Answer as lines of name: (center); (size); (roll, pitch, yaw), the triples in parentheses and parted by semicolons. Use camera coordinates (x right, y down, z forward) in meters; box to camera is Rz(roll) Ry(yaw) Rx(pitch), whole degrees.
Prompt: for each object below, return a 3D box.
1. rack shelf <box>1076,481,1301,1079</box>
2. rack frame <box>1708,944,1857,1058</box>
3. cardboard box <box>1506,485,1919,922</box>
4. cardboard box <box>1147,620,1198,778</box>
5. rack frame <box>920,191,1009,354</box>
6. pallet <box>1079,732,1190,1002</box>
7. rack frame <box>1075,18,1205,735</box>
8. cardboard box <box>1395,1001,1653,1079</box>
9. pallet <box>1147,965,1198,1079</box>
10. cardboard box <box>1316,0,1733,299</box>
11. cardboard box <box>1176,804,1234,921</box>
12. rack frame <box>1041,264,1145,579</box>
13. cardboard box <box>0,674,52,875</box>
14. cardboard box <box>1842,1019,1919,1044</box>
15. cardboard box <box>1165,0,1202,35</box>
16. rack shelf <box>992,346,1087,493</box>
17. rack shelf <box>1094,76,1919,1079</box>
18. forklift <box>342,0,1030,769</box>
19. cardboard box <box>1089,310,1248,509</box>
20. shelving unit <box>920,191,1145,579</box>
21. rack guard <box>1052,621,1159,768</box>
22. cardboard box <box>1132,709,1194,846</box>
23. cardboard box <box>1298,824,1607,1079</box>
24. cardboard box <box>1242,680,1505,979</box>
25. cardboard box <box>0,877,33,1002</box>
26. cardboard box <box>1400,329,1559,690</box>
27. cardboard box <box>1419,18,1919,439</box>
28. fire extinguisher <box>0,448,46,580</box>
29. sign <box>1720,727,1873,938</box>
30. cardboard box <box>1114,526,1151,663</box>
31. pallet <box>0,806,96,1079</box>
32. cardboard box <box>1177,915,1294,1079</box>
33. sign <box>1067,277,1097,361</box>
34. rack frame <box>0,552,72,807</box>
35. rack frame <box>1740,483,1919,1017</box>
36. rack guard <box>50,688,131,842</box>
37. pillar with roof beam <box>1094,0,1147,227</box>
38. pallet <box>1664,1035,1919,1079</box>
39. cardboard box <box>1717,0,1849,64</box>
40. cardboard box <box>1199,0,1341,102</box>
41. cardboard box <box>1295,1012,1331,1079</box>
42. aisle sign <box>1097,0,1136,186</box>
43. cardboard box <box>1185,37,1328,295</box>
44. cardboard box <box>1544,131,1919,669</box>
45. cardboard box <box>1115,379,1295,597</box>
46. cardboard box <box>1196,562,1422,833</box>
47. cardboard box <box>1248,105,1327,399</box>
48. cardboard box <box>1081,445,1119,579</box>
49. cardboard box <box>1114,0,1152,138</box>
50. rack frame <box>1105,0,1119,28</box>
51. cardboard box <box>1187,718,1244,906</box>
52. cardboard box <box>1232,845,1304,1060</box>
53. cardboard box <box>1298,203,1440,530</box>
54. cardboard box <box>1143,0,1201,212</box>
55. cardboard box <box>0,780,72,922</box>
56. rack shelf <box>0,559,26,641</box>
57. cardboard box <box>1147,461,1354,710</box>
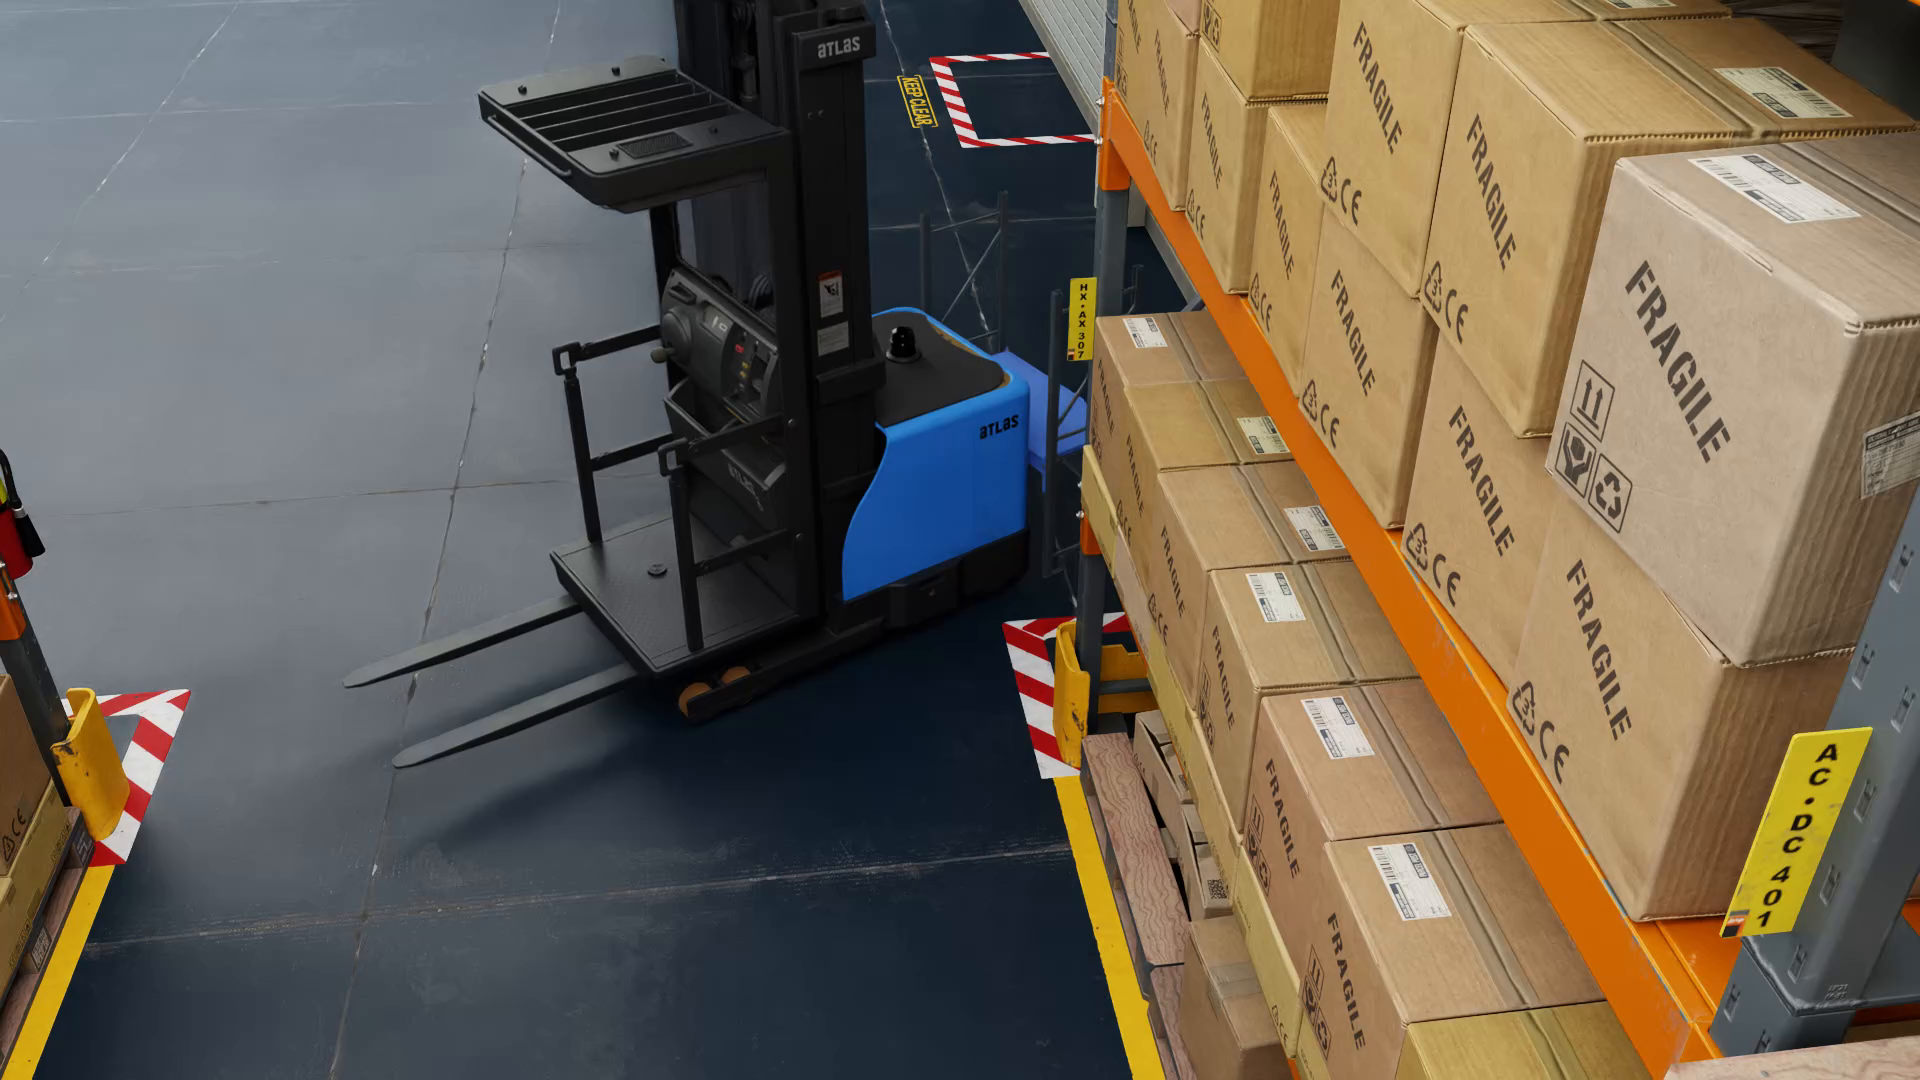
rack shelf: (1.248, 0.938, 4.849); (1.077, 0.370, 4.000); (-4, 35, -6)
rack frame: (1.517, 1.757, 3.009); (1.000, 3.000, 0.127); (-4, 35, -6)
cardboard box: (1.204, 0.203, 2.518); (0.500, 0.500, 0.500); (-3, 34, -5)
cardboard box: (0.877, 0.448, 5.045); (0.500, 0.250, 0.500); (-5, 35, -7)
rack frame: (0.024, -0.990, 8.371); (0.500, 1.500, 0.032); (-21, 40, -28)
pallet: (1.064, 1.175, 6.338); (1.003, 0.211, 1.213); (-4, 35, -6)
rack frame: (0.979, -0.476, 6.284); (1.000, 3.000, 0.127); (-4, 35, -6)
cardboard box: (1.147, 1.260, 3.187); (0.500, 0.500, 0.500); (-4, 35, -6)
pallet: (1.225, 1.854, 5.341); (1.003, 0.211, 1.213); (-4, 35, -6)
cardboard box: (1.016, -0.800, 3.103); (0.500, 0.500, 0.500); (-6, 35, -8)
cardboard box: (1.060, 1.165, 5.874); (0.500, 0.311, 0.500); (-2, 34, -2)
rack frame: (0.605, -0.521, 7.682); (0.500, 1.500, 0.032); (-21, 40, -28)
cardboard box: (-3.562, 0.831, 5.770); (0.500, 0.500, 0.500); (-4, 35, -6)
cardboard box: (1.661, 1.222, 3.242); (0.500, 0.500, 0.500); (-5, 35, -7)
cardboard box: (0.808, -1.661, 4.365); (0.500, 0.500, 0.500); (-5, 35, -7)
rack shelf: (0.314, -0.607, 8.128); (0.538, 0.185, 1.000); (-21, 40, -28)
rack shelf: (1.248, -0.302, 4.004); (1.077, 0.370, 4.000); (-4, 35, -6)
forklift: (-1.171, -0.773, 6.781); (3.031, 2.935, 1.130); (-22, 40, -28)
cardboard box: (0.746, -0.443, 5.685); (0.500, 0.500, 0.500); (-4, 35, -6)
shelving unit: (0.314, -0.755, 8.027); (0.538, 1.500, 1.048); (-21, 40, -28)
rack guard: (0.990, 0.600, 6.926); (1.175, 0.500, 0.348); (-4, 35, -6)
cardboard box: (0.983, 0.847, 6.341); (0.500, 0.311, 0.500); (-8, 35, -12)
cardboard box: (1.074, 0.982, 3.595); (0.500, 0.500, 0.500); (-5, 35, -7)
cardboard box: (1.017, 0.700, 4.009); (0.500, 0.500, 0.500); (-5, 35, -8)
cardboard box: (-3.485, 1.419, 5.572); (0.500, 0.250, 0.500); (-4, 35, -6)
cardboard box: (1.149, -0.079, 2.932); (0.500, 0.500, 0.500); (-7, 35, -10)
cardboard box: (1.097, -0.511, 2.679); (0.500, 0.500, 0.500); (-3, 34, -4)
fire extinguisher: (-3.484, -0.167, 5.901); (0.296, 0.674, 0.183); (-4, 35, -6)
sign: (0.981, 0.349, 1.952); (0.100, 0.325, 0.005); (-4, 35, -6)
cardboard box: (0.814, 0.163, 5.462); (0.500, 0.250, 0.500); (-5, 35, -8)
pallet: (-3.785, 1.477, 5.894); (1.003, 0.211, 1.213); (-4, 35, -6)
cardboard box: (1.109, 1.500, 5.215); (0.700, 0.500, 0.500); (-6, 35, -9)
sign: (0.442, -0.792, 5.980); (0.100, 0.325, 0.005); (-4, 35, -6)
rack frame: (-3.929, -0.098, 5.731); (1.000, 3.000, 0.127); (-4, 35, -6)
rack frame: (1.517, -0.723, 1.319); (1.000, 3.000, 0.127); (-4, 35, -6)
rack guard: (-3.932, 0.921, 6.454); (1.175, 0.500, 0.348); (-4, 35, -6)
pillar with roof beam: (-3.142, -5.652, 8.552); (9.100, 9.000, 0.400); (-4, 35, -6)
pallet: (1.495, 0.947, 1.700); (1.213, 0.211, 1.003); (-4, 35, -6)
cardboard box: (1.485, -1.095, 3.536); (0.500, 0.500, 0.500); (-4, 35, -6)
cardboard box: (0.888, -1.376, 3.947); (0.500, 0.500, 0.500); (-3, 34, -5)
cardboard box: (1.094, 1.290, 3.809); (0.500, 0.250, 0.500); (-4, 35, -6)
aisle sign: (0.672, -1.567, 5.578); (0.394, 0.787, 0.004); (-4, 35, -6)
cardboard box: (0.887, -0.967, 4.236); (0.500, 0.500, 0.500); (-3, 34, -4)
cardboard box: (1.181, -0.205, 2.229); (0.500, 0.500, 0.500); (-7, 35, -10)
cardboard box: (0.802, -0.166, 5.280); (0.500, 0.500, 0.500); (-4, 35, -6)
cardboard box: (0.947, 0.410, 4.434); (0.500, 0.500, 0.500); (-3, 34, -5)
cardboard box: (0.980, -0.670, 3.799); (0.500, 0.500, 0.500); (-2, 34, -3)
cardboard box: (0.730, -0.126, 5.886); (0.500, 0.250, 0.500); (-5, 35, -8)
cardboard box: (0.777, -1.559, 5.104); (0.500, 0.500, 0.500); (-4, 34, -5)
rack frame: (0.979, -2.955, 4.595); (1.000, 3.000, 0.127); (-4, 35, -6)
cardboard box: (0.943, 0.730, 4.630); (0.500, 0.250, 0.500); (-4, 34, -6)
cardboard box: (1.011, 1.011, 4.219); (0.500, 0.250, 0.500); (-5, 35, -7)
cardboard box: (1.037, -0.385, 3.381); (0.500, 0.500, 0.500); (-6, 35, -8)
cardboard box: (0.813, -1.257, 4.660); (0.500, 0.500, 0.500); (-2, 34, -3)
cardboard box: (-3.564, 1.141, 5.980); (0.500, 0.250, 0.500); (-4, 35, -6)
rack shelf: (-3.660, 1.315, 4.296); (1.077, 0.370, 4.000); (-4, 35, -6)
cardboard box: (0.865, 0.123, 4.856); (0.500, 0.500, 0.500); (-5, 35, -8)
